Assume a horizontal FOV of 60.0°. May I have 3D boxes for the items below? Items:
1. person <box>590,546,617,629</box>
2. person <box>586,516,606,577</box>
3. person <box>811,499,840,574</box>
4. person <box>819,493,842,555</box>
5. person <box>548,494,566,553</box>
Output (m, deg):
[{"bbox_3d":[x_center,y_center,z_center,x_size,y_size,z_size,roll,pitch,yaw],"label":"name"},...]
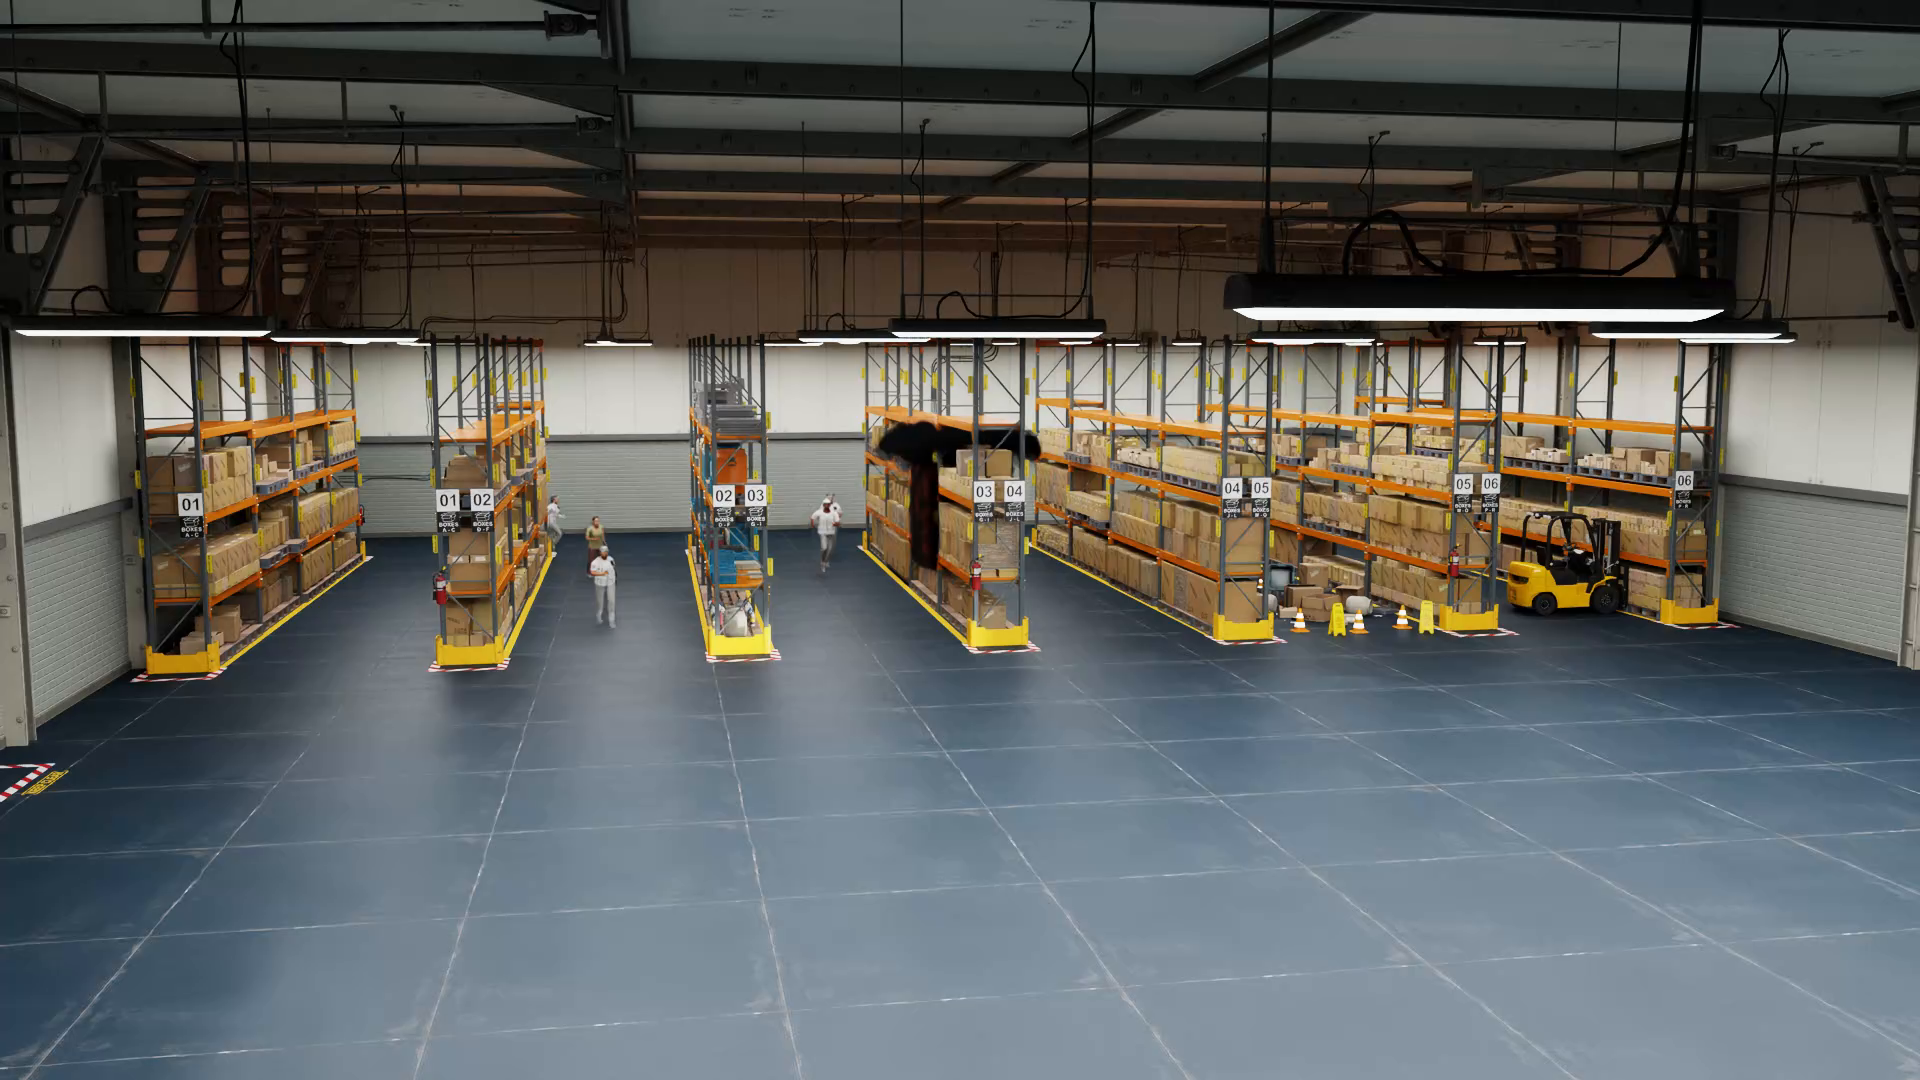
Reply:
[{"bbox_3d":[-7.352,0.949,34.321,0.581,1.690,0.870,-3,7,-24],"label":"person"},{"bbox_3d":[-9.033,0.206,41.182,0.588,1.640,0.936,-4,8,-32],"label":"person"},{"bbox_3d":[-3.305,-0.099,41.161,0.683,1.844,0.718,-2,7,-17],"label":"person"},{"bbox_3d":[-3.584,-0.419,46.011,0.646,1.785,0.696,-1,7,-7],"label":"person"},{"bbox_3d":[-11.500,-0.446,46.984,0.716,1.693,0.638,0,7,-3],"label":"person"}]
